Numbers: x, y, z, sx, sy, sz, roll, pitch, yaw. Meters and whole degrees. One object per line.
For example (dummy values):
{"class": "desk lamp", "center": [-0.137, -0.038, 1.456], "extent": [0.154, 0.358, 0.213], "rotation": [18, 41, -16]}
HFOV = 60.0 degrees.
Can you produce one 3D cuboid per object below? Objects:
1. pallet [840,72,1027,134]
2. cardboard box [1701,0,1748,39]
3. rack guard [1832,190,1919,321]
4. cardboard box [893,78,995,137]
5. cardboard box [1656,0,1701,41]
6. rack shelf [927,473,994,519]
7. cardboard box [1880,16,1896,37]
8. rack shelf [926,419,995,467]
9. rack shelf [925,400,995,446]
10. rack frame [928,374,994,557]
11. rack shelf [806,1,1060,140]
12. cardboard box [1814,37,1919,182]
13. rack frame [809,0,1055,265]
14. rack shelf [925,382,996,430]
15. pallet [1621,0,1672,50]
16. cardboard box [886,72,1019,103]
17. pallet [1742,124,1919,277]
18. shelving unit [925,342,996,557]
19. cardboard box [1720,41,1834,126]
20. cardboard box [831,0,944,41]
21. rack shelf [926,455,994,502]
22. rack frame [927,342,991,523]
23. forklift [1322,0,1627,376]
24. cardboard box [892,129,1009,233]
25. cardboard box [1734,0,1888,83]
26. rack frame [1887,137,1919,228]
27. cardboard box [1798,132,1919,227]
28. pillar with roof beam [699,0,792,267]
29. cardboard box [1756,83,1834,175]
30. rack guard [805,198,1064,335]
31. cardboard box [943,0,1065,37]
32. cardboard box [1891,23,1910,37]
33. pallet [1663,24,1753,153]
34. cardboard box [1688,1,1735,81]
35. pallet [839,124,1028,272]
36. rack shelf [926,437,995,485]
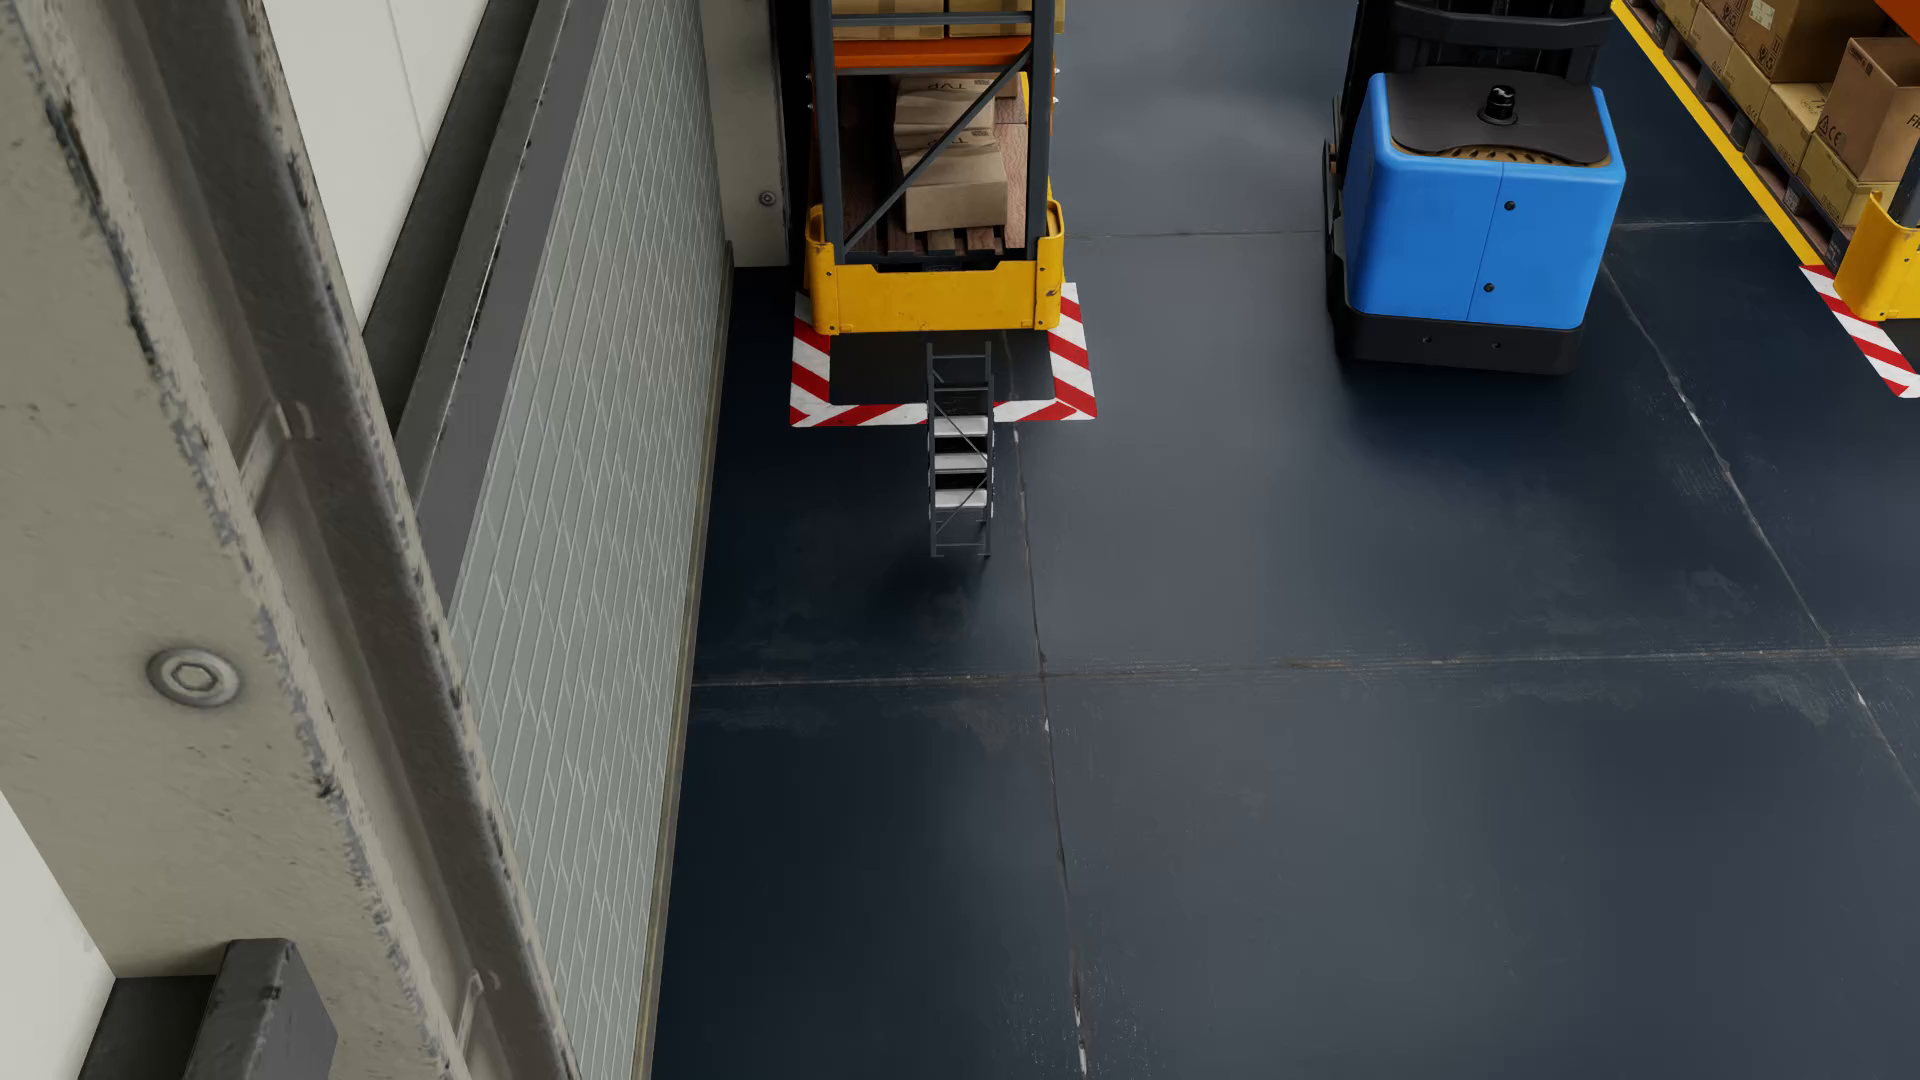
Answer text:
{"class": "pallet", "center": [-0.165, -2.542, 9.366], "extent": [1.003, 0.211, 1.213], "rotation": [-2, 43, -2]}
{"class": "cardboard box", "center": [4.438, -3.075, 9.054], "extent": [0.500, 0.500, 0.500], "rotation": [-2, 43, -2]}
{"class": "rack guard", "center": [4.837, -1.354, 7.857], "extent": [1.175, 0.500, 0.348], "rotation": [-2, 43, -2]}
{"class": "cardboard box", "center": [-0.077, -2.173, 8.565], "extent": [0.500, 0.311, 0.500], "rotation": [2, 43, 2]}
{"class": "cardboard box", "center": [4.415, -3.136, 9.676], "extent": [0.500, 0.250, 0.500], "rotation": [-2, 43, -2]}
{"class": "rack shelf", "center": [0.000, -0.180, 6.596], "extent": [0.258, 0.077, 0.200], "rotation": [-2, 43, -2]}
{"class": "cardboard box", "center": [4.978, -2.752, 8.702], "extent": [0.500, 0.500, 0.500], "rotation": [-2, 43, -2]}
{"class": "rack shelf", "center": [0.000, -0.379, 6.414], "extent": [0.258, 0.077, 0.200], "rotation": [-2, 43, -2]}
{"class": "rack shelf", "center": [0.000, -0.445, 6.353], "extent": [0.258, 0.077, 0.200], "rotation": [-2, 43, -2]}
{"class": "rack frame", "center": [0.004, -0.269, 6.377], "extent": [0.240, 0.900, 0.006], "rotation": [-2, 43, -2]}
{"class": "rack shelf", "center": [-0.198, -3.232, 8.589], "extent": [1.077, 0.370, 4.000], "rotation": [-2, 43, -2]}
{"class": "cardboard box", "center": [4.516, -2.063, 7.950], "extent": [0.500, 0.500, 0.500], "rotation": [-2, 43, -2]}
{"class": "rack frame", "center": [-0.113, -2.147, 6.872], "extent": [1.000, 3.000, 0.127], "rotation": [-2, 43, -2]}
{"class": "rack shelf", "center": [0.000, -0.512, 6.292], "extent": [0.258, 0.077, 0.200], "rotation": [-2, 43, -2]}
{"class": "pallet", "center": [4.658, -3.426, 10.332], "extent": [1.003, 0.211, 1.213], "rotation": [-2, 43, -2]}
{"class": "cardboard box", "center": [-0.058, -2.739, 9.043], "extent": [0.700, 0.500, 0.500], "rotation": [-4, 43, -4]}
{"class": "pallet", "center": [4.761, -1.779, 8.534], "extent": [1.003, 0.211, 1.213], "rotation": [-2, 43, -2]}
{"class": "shelving unit", "center": [0.000, -0.337, 6.452], "extent": [0.258, 0.900, 0.210], "rotation": [-2, 43, -2]}
{"class": "cardboard box", "center": [4.461, -2.461, 8.939], "extent": [0.500, 0.250, 0.500], "rotation": [-2, 43, -2]}
{"class": "cardboard box", "center": [-0.327, -2.409, 7.255], "extent": [0.500, 0.250, 0.500], "rotation": [-1, 43, -1]}
{"class": "rack shelf", "center": [0.000, -0.246, 6.535], "extent": [0.258, 0.077, 0.200], "rotation": [-2, 43, -2]}
{"class": "rack frame", "center": [-0.005, -0.406, 6.527], "extent": [0.240, 0.900, 0.006], "rotation": [-2, 43, -2]}
{"class": "forklift", "center": [2.447, -2.812, 7.649], "extent": [1.130, 2.935, 3.031], "rotation": [6, 43, 6]}
{"class": "cardboard box", "center": [-0.053, -1.788, 8.145], "extent": [0.500, 0.311, 0.500], "rotation": [-6, 43, -7]}
{"class": "cardboard box", "center": [4.458, -2.738, 8.686], "extent": [0.500, 0.500, 0.500], "rotation": [-2, 43, -2]}
{"class": "rack frame", "center": [4.836, -2.292, 7.030], "extent": [1.000, 3.000, 0.127], "rotation": [-2, 43, -2]}
{"class": "cardboard box", "center": [4.518, -1.786, 8.203], "extent": [0.500, 0.250, 0.500], "rotation": [-2, 43, -2]}
{"class": "pillar with roof beam", "center": [3.294, -4.930, 5.469], "extent": [9.100, 9.000, 0.400], "rotation": [-2, 43, -2]}
{"class": "cardboard box", "center": [4.484, -2.124, 8.571], "extent": [0.500, 0.250, 0.500], "rotation": [-2, 43, -2]}
{"class": "rack guard", "center": [-0.117, -1.277, 7.773], "extent": [1.175, 0.500, 0.348], "rotation": [-2, 43, -2]}
{"class": "cardboard box", "center": [0.183, -2.438, 7.286], "extent": [0.500, 0.250, 0.500], "rotation": [-3, 43, -3]}
{"class": "cardboard box", "center": [5.012, -2.415, 8.334], "extent": [0.500, 0.500, 0.500], "rotation": [-2, 43, -2]}
{"class": "pallet", "center": [4.713, -2.601, 9.431], "extent": [1.003, 0.211, 1.213], "rotation": [-2, 43, -2]}
{"class": "cardboard box", "center": [4.442, -2.799, 9.308], "extent": [0.500, 0.250, 0.500], "rotation": [-2, 43, -2]}
{"class": "pallet", "center": [-0.116, -1.720, 8.470], "extent": [1.003, 0.211, 1.213], "rotation": [-2, 43, -2]}
{"class": "rack shelf", "center": [0.000, -0.313, 6.474], "extent": [0.258, 0.077, 0.200], "rotation": [-2, 43, -2]}
